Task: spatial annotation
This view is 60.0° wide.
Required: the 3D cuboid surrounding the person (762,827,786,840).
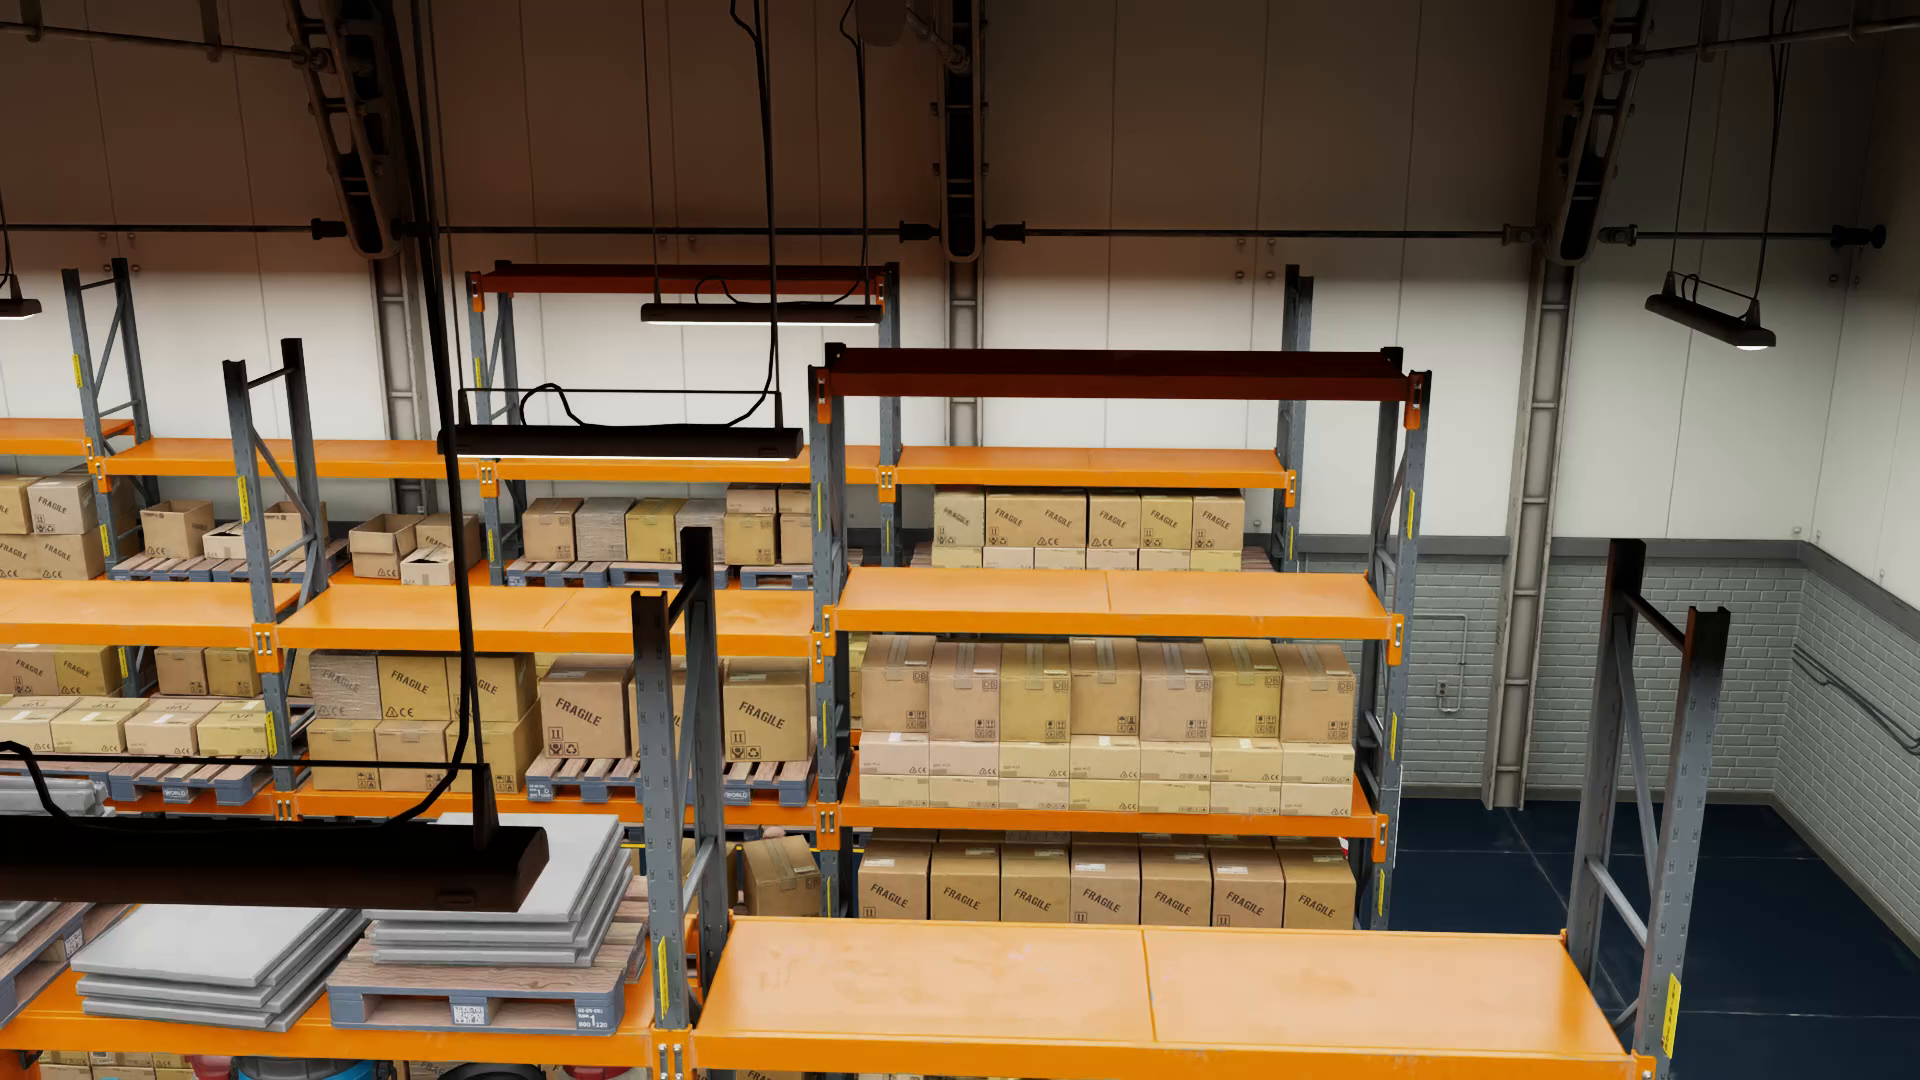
[{"bbox_3d":[-1.720,3.289,14.438,0.834,1.597,0.661,1,16,3],"label":"person"}]
